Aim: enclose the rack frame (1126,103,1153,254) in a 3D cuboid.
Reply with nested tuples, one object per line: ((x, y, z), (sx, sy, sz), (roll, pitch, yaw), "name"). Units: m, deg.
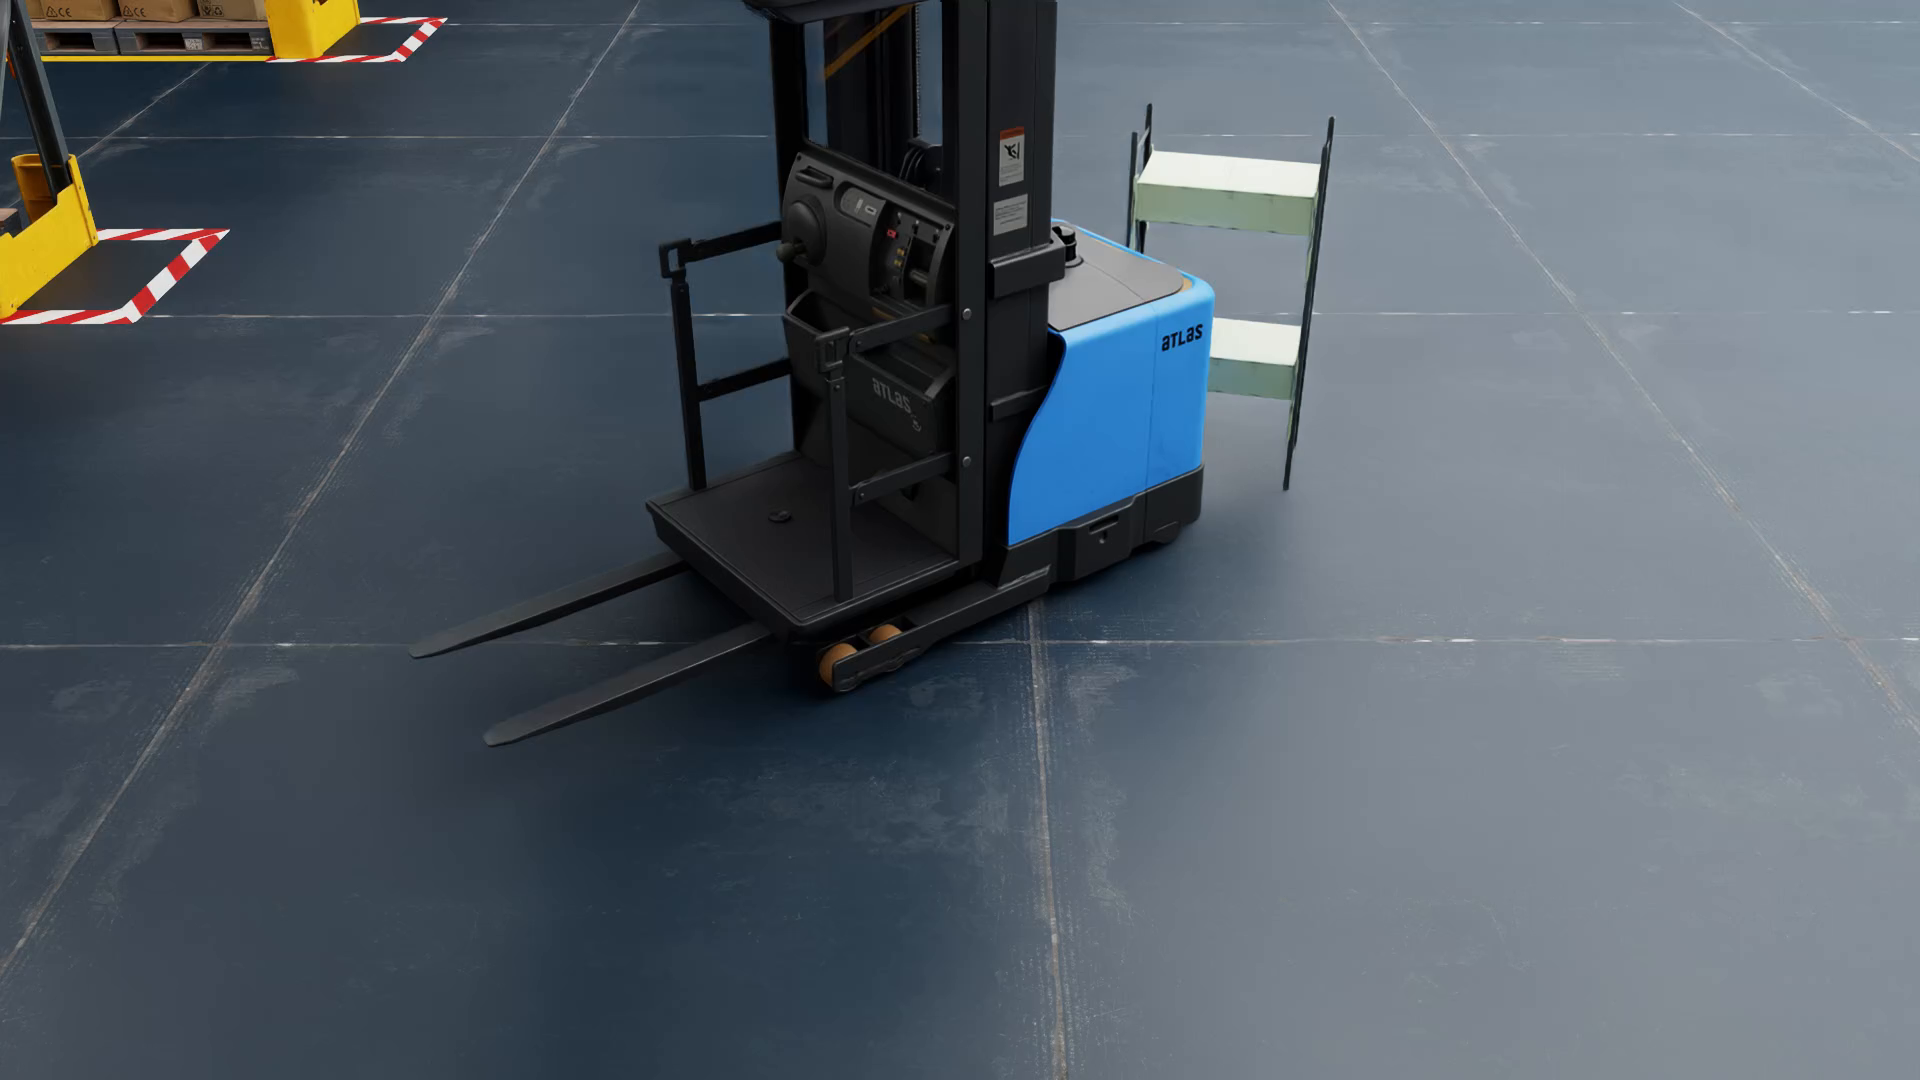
((0.731, -1.049, 7.033), (0.023, 1.500, 0.400), (8, 32, 12), "rack frame")

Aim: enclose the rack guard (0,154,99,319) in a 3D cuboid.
((-5.131, -1.657, 8.999), (0.348, 0.500, 1.175), (0, 31, 0), "rack guard")

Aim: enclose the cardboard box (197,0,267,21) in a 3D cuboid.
((-5.710, -4.437, 13.176), (0.500, 0.500, 0.500), (5, 32, 9), "cardboard box")

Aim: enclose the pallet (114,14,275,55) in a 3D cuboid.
((-5.974, -4.143, 13.374), (1.213, 0.211, 1.003), (0, 31, 0), "pallet")

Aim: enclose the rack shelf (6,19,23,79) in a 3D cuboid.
((-7.055, -2.436, 8.567), (4.000, 0.370, 1.077), (0, 31, 0), "rack shelf")

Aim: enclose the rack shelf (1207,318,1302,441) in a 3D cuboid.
((1.086, -0.723, 7.124), (0.720, 0.370, 0.431), (8, 32, 12), "rack shelf")

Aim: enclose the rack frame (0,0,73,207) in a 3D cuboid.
((-5.055, -2.750, 8.391), (0.127, 3.000, 1.000), (0, 31, 0), "rack frame")

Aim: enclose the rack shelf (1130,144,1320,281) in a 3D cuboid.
((1.086, -1.335, 6.753), (0.720, 0.370, 0.431), (8, 32, 12), "rack shelf")

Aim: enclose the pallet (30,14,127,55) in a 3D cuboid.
((-7.191, -4.140, 13.370), (1.213, 0.211, 1.003), (0, 31, 0), "pallet")

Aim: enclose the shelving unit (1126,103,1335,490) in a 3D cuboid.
((1.086, -1.002, 6.955), (0.755, 1.500, 0.431), (8, 32, 12), "shelving unit")

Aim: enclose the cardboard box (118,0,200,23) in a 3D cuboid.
((-6.307, -4.417, 13.143), (0.500, 0.500, 0.500), (8, 32, 13), "cardboard box")

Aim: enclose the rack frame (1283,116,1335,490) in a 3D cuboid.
((1.440, -0.954, 6.877), (0.023, 1.500, 0.400), (8, 32, 12), "rack frame")

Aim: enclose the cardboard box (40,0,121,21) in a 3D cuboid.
((-6.933, -4.425, 13.156), (0.500, 0.500, 0.500), (3, 31, 4), "cardboard box")

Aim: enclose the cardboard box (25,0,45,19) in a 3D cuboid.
((-7.492, -4.446, 13.192), (0.500, 0.500, 0.500), (-3, 31, -5), "cardboard box")

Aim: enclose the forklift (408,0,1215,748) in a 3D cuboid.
((-0.494, -1.028, 5.619), (3.031, 2.935, 1.130), (-22, 38, -32), "forklift")

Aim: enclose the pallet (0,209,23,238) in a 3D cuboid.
((-5.943, -1.533, 9.074), (1.213, 0.211, 1.003), (0, 31, 0), "pallet")

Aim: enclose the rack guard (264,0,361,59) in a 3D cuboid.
((-5.161, -4.250, 13.273), (0.348, 0.500, 1.175), (0, 31, 0), "rack guard")
